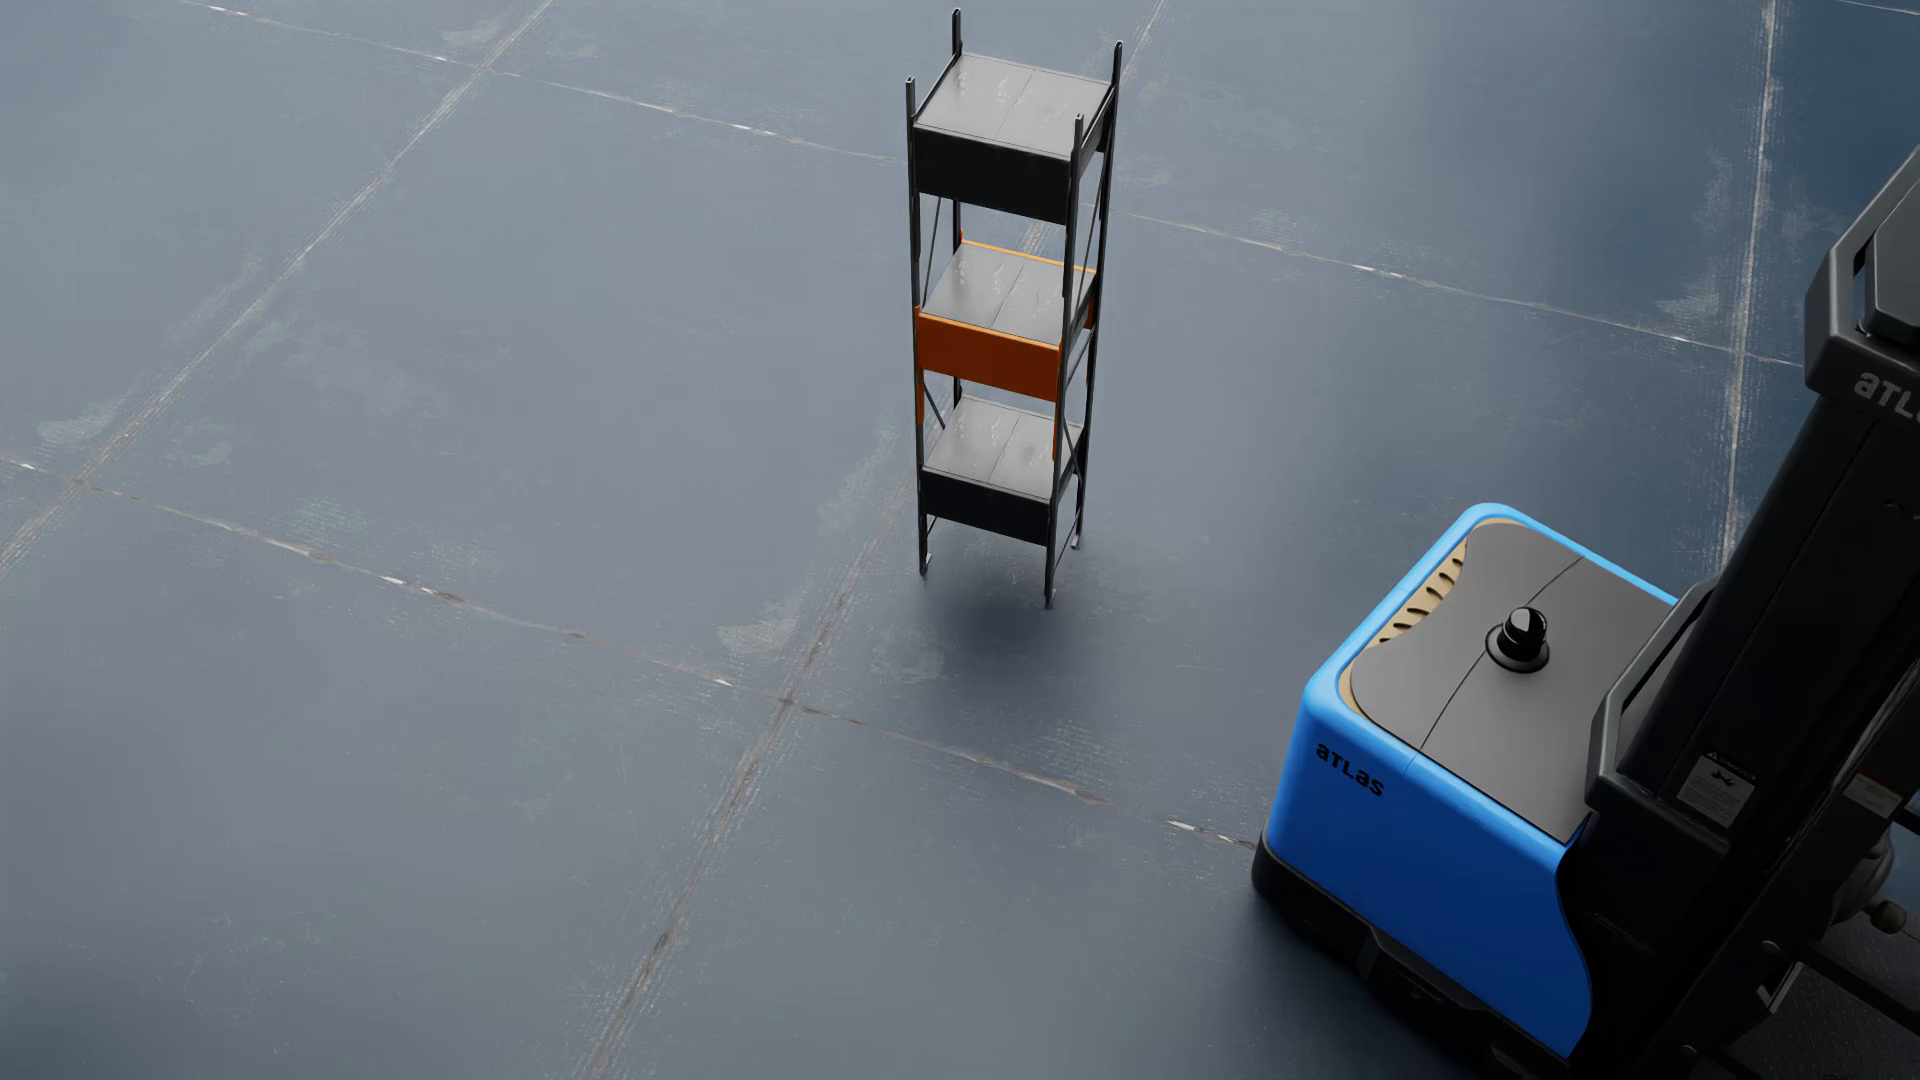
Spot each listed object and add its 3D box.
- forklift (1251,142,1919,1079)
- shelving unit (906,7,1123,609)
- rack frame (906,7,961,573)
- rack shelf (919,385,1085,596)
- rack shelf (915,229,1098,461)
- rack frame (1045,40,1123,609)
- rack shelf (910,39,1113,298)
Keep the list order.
[{"bbox_3d":[2.354,0.619,3.774,3.031,2.935,1.130,34,57,26],"label":"forklift"},{"bbox_3d":[0.155,-0.644,5.419,0.503,2.100,0.431,16,51,13],"label":"shelving unit"},{"bbox_3d":[-0.074,-0.708,5.474,0.015,2.100,0.400,16,51,13],"label":"rack frame"},{"bbox_3d":[0.155,-0.177,5.958,0.480,0.518,0.431,16,51,13],"label":"rack shelf"},{"bbox_3d":[0.155,-0.635,5.429,0.480,0.518,0.431,16,51,13],"label":"rack shelf"},{"bbox_3d":[0.384,-0.580,5.364,0.015,2.100,0.400,16,51,13],"label":"rack frame"},{"bbox_3d":[0.155,-1.094,4.900,0.480,0.518,0.431,16,51,13],"label":"rack shelf"}]
